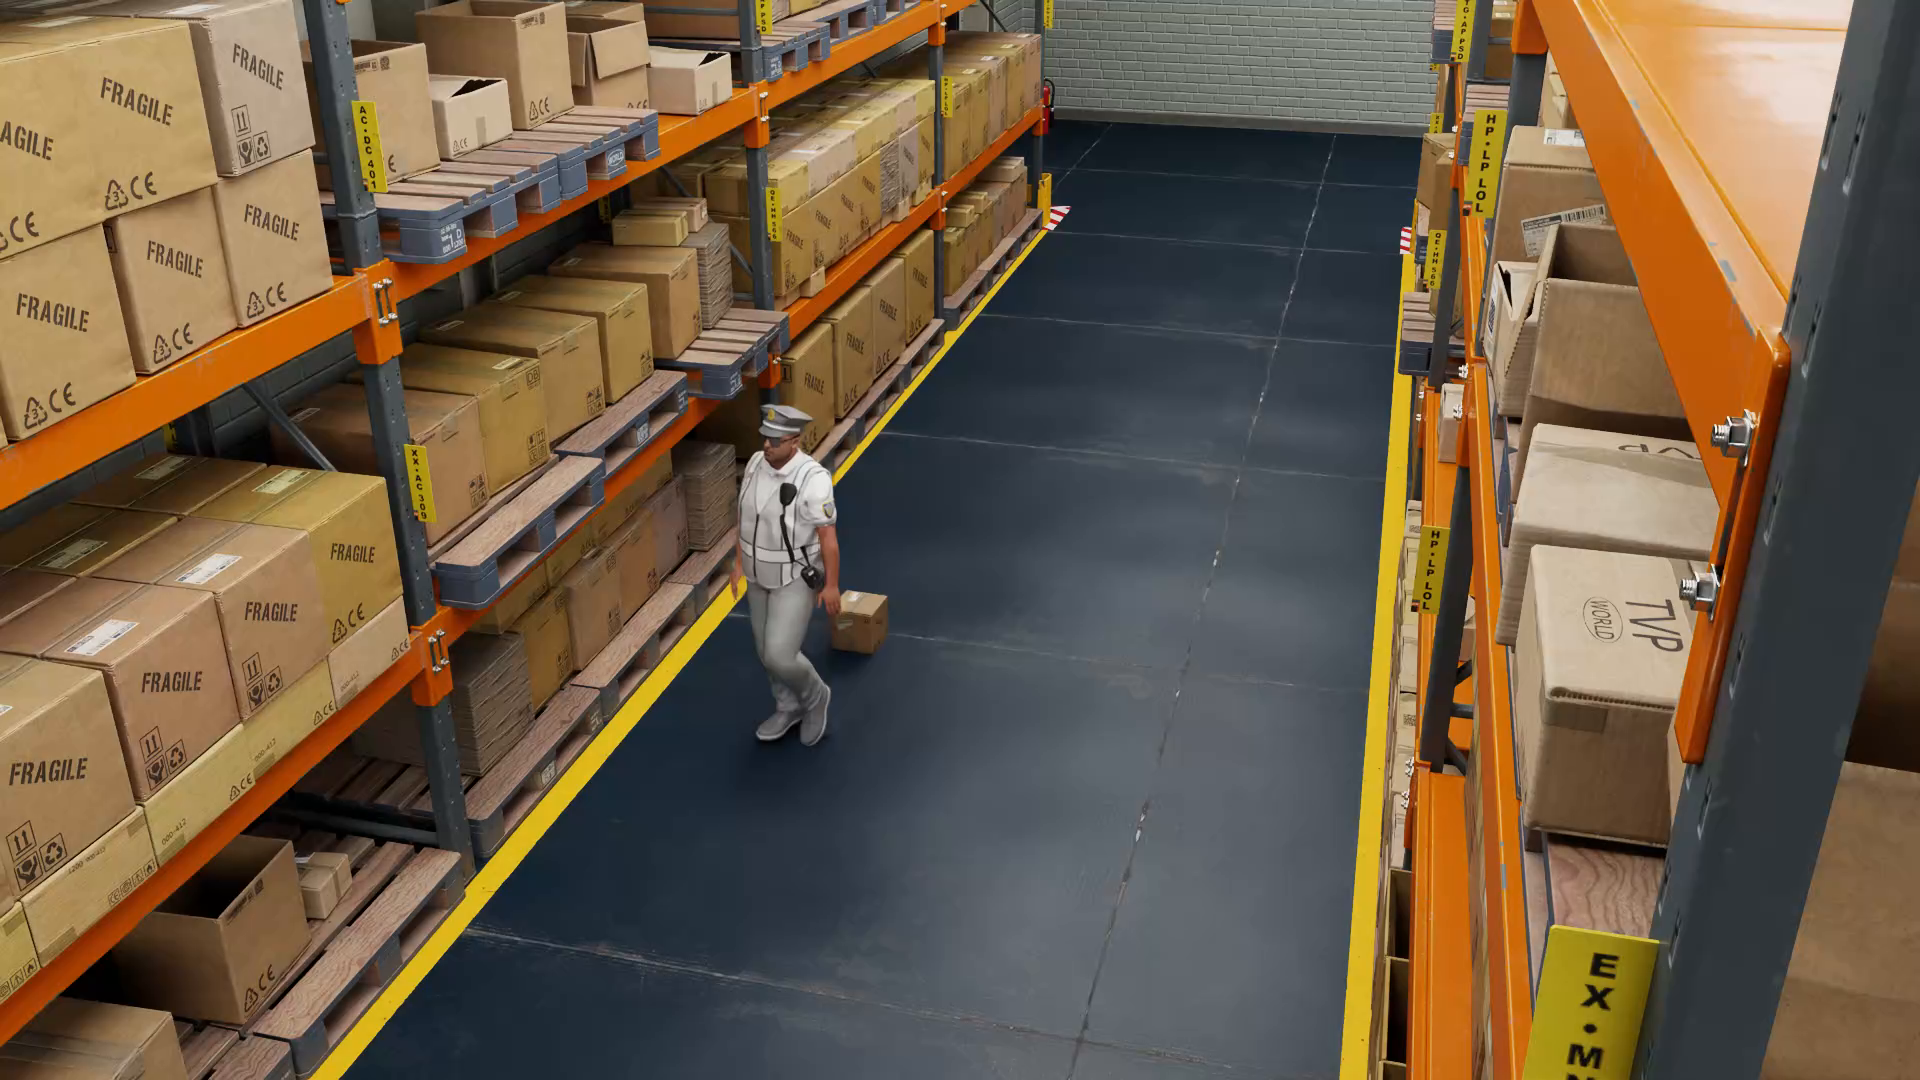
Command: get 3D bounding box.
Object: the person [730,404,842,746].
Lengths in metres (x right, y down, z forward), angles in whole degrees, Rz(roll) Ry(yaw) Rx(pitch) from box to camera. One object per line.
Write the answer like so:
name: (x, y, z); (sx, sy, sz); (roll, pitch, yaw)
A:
person: (-0.900, 0.196, 8.164); (0.589, 1.802, 0.474); (19, 31, 35)
